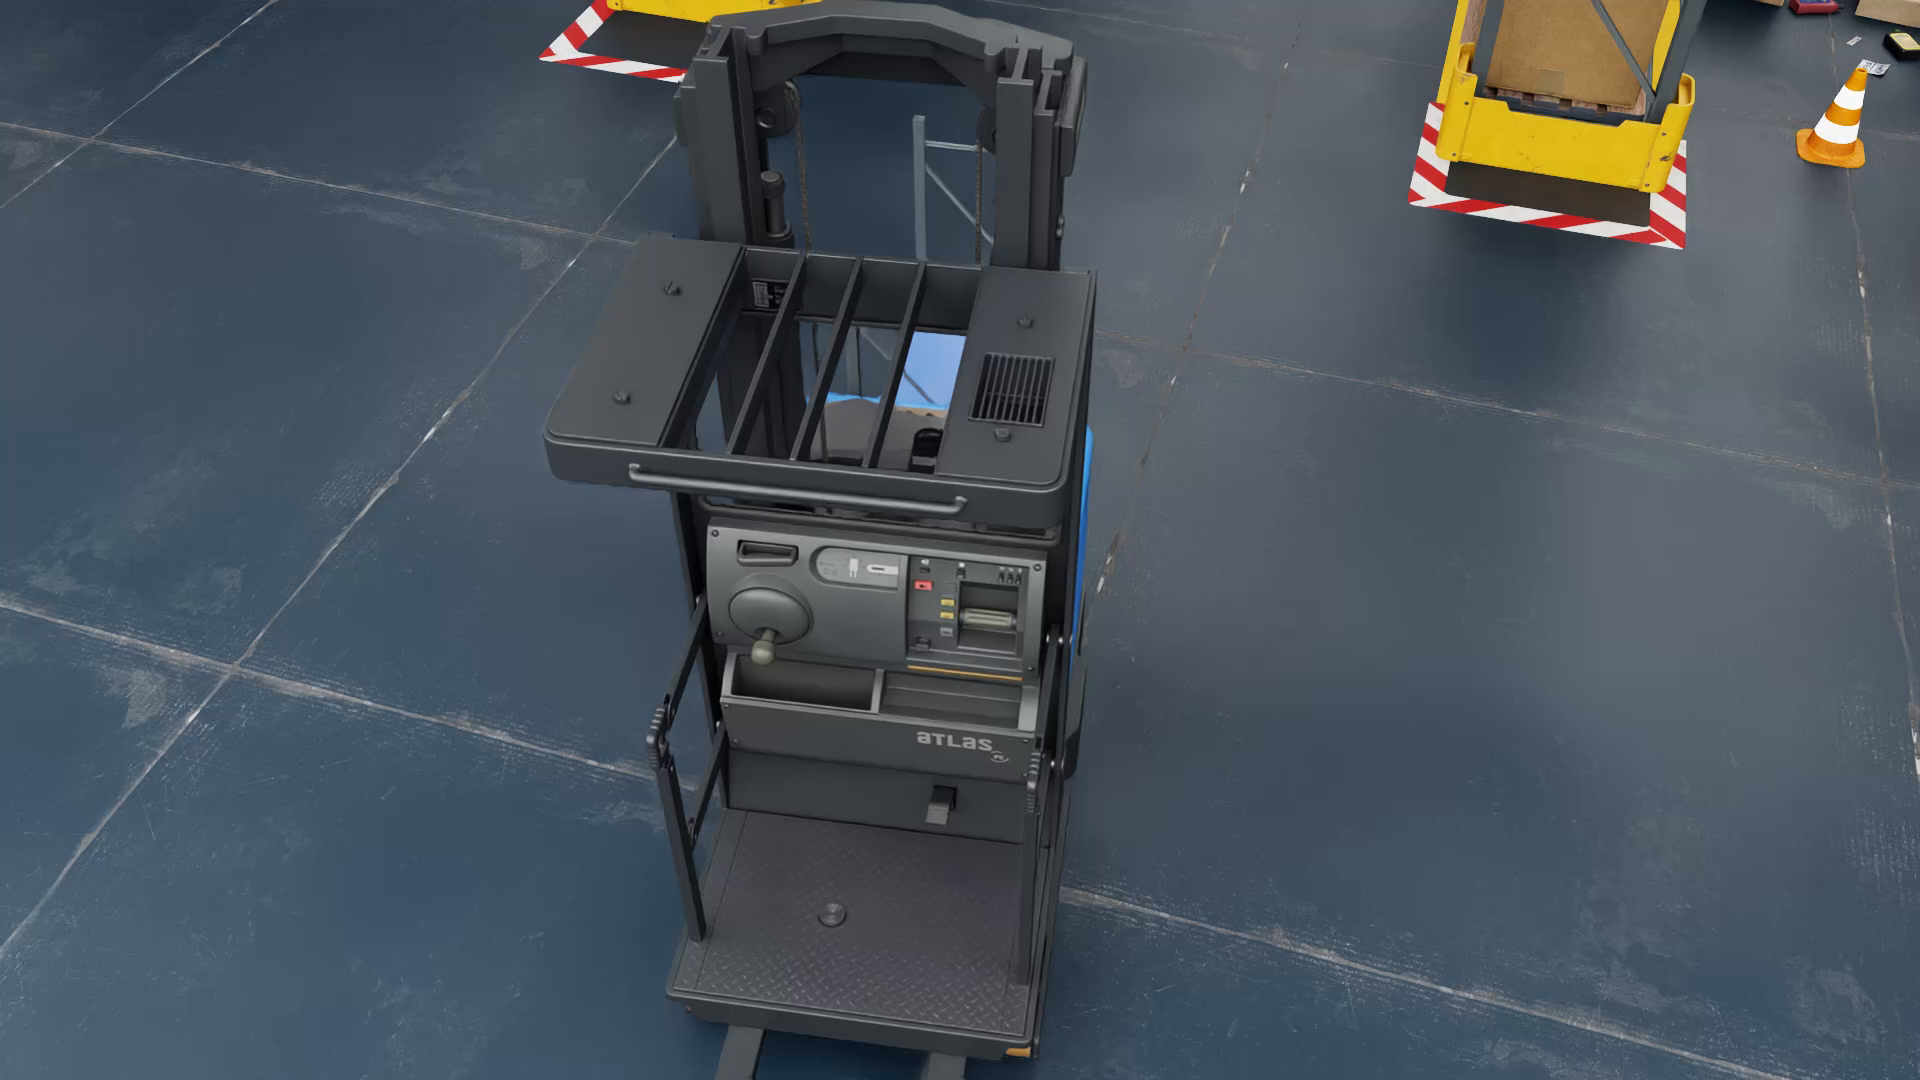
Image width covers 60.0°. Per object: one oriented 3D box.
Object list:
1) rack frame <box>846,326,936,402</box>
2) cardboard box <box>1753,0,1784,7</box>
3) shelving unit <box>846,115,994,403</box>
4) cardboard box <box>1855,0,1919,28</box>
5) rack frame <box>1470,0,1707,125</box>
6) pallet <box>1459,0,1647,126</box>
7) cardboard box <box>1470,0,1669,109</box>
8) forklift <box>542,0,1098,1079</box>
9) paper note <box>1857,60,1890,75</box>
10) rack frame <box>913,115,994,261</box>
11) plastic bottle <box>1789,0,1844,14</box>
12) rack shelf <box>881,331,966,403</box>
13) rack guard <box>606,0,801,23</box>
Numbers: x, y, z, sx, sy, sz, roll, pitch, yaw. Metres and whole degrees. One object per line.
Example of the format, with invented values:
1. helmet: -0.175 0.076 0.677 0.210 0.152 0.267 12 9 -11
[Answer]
1. rack frame: -0.144 -0.315 6.000 0.500 1.500 0.032 9 45 9
2. cardboard box: 4.850 -3.627 10.097 0.500 0.500 0.500 20 48 19
3. shelving unit: -0.036 -0.662 6.355 0.538 1.500 1.048 9 45 9
4. cardboard box: 5.577 -3.258 9.890 0.396 0.266 0.258 20 48 19
5. rack frame: 3.131 -3.105 7.778 1.000 3.000 0.127 13 46 13
6. pallet: 3.298 -2.658 9.315 1.003 0.211 1.213 13 46 13
7. cardboard box: 3.273 -2.962 8.851 0.875 0.875 0.875 13 46 13
8. forklift: 7.839 -3.907 8.647 15.389 2.935 17.233 6 45 6
9. paper note: 5.211 -2.701 9.490 0.144 0.017 0.142 28 51 26
10. rack frame: 0.072 -1.010 6.710 0.500 1.500 0.032 9 45 9
11. plastic bottle: 5.153 -3.219 9.996 0.283 0.061 0.133 -2 44 -2
12. rack shelf: -0.036 -0.534 6.480 0.538 0.185 1.000 9 45 9
13. rack guard: -1.543 -3.380 9.847 1.175 0.500 0.348 13 46 13
